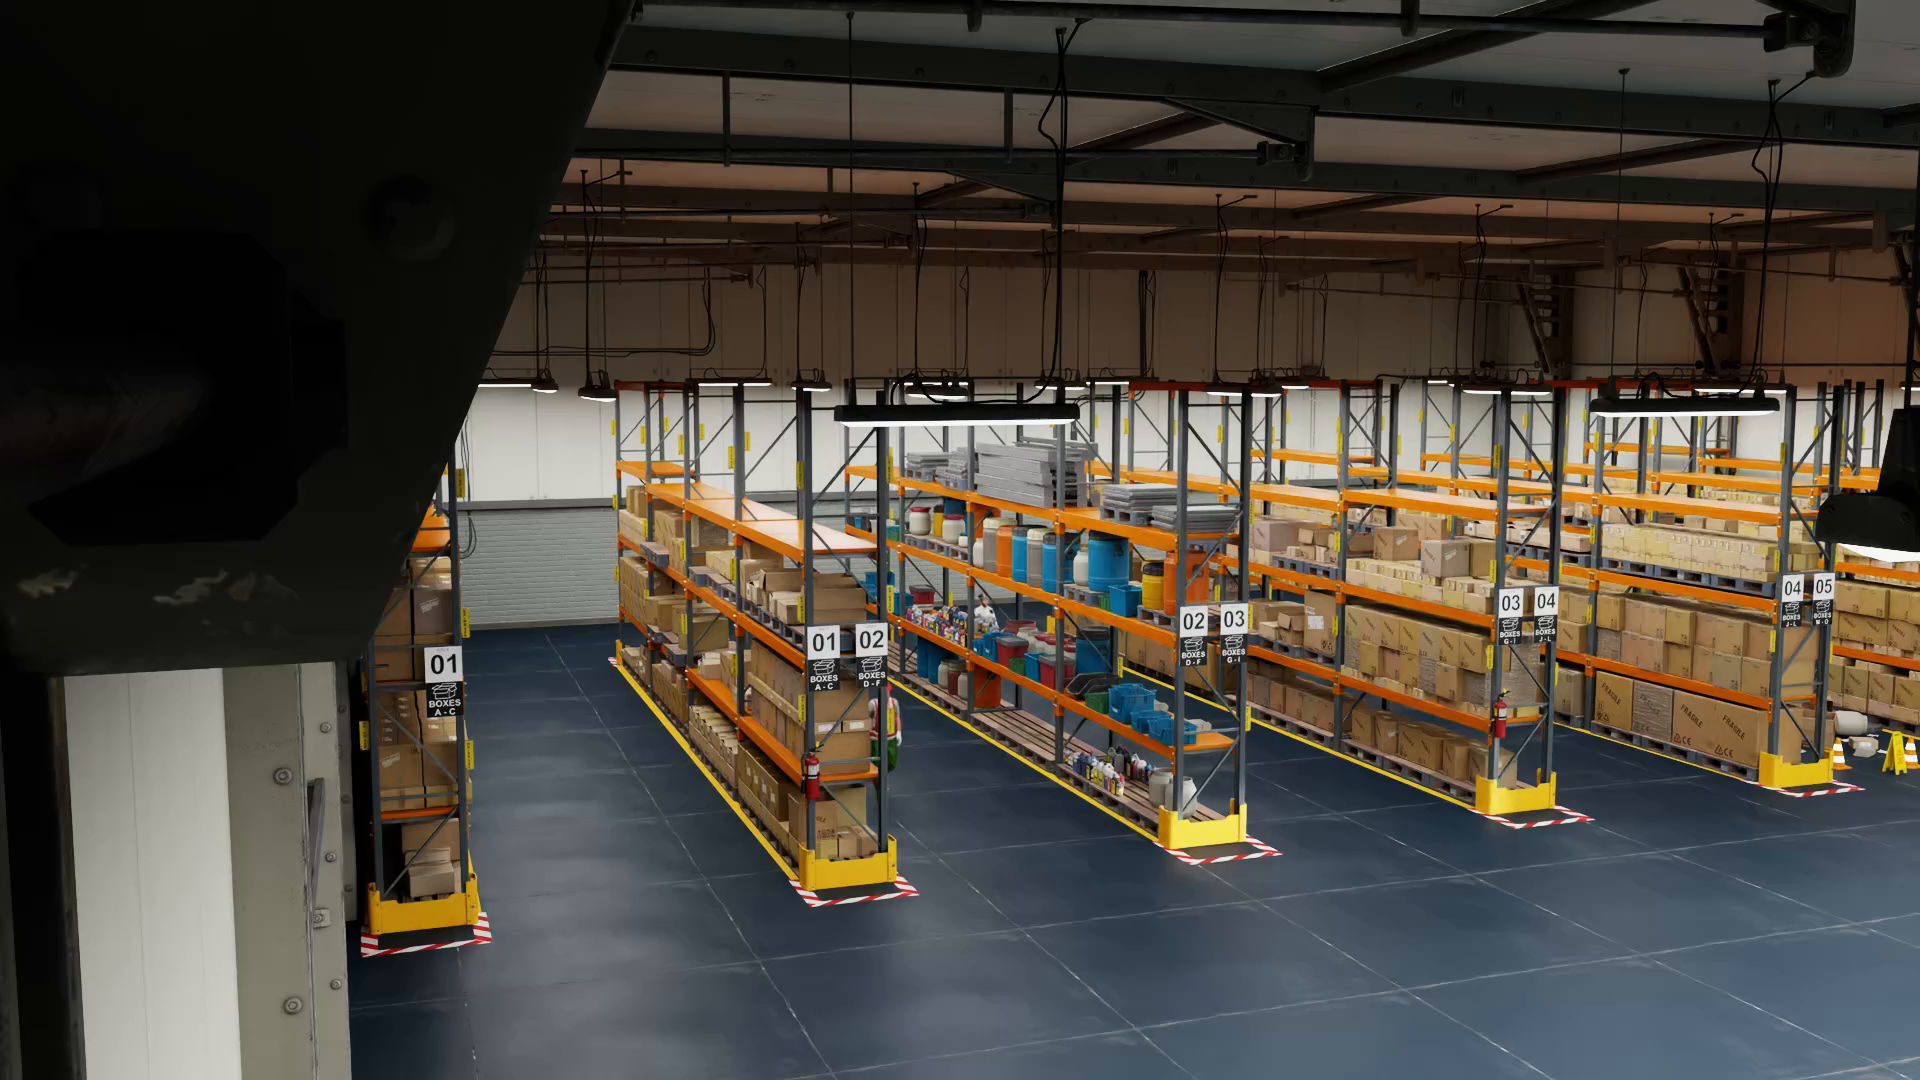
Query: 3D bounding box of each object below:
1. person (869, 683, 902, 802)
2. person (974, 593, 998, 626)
[{"bbox_3d":[-1.187,2.898,24.274,0.629,1.767,0.688,-4,7,-32],"label":"person"},{"bbox_3d":[0.525,1.892,34.125,0.501,1.630,1.042,-5,8,-37],"label":"person"}]
